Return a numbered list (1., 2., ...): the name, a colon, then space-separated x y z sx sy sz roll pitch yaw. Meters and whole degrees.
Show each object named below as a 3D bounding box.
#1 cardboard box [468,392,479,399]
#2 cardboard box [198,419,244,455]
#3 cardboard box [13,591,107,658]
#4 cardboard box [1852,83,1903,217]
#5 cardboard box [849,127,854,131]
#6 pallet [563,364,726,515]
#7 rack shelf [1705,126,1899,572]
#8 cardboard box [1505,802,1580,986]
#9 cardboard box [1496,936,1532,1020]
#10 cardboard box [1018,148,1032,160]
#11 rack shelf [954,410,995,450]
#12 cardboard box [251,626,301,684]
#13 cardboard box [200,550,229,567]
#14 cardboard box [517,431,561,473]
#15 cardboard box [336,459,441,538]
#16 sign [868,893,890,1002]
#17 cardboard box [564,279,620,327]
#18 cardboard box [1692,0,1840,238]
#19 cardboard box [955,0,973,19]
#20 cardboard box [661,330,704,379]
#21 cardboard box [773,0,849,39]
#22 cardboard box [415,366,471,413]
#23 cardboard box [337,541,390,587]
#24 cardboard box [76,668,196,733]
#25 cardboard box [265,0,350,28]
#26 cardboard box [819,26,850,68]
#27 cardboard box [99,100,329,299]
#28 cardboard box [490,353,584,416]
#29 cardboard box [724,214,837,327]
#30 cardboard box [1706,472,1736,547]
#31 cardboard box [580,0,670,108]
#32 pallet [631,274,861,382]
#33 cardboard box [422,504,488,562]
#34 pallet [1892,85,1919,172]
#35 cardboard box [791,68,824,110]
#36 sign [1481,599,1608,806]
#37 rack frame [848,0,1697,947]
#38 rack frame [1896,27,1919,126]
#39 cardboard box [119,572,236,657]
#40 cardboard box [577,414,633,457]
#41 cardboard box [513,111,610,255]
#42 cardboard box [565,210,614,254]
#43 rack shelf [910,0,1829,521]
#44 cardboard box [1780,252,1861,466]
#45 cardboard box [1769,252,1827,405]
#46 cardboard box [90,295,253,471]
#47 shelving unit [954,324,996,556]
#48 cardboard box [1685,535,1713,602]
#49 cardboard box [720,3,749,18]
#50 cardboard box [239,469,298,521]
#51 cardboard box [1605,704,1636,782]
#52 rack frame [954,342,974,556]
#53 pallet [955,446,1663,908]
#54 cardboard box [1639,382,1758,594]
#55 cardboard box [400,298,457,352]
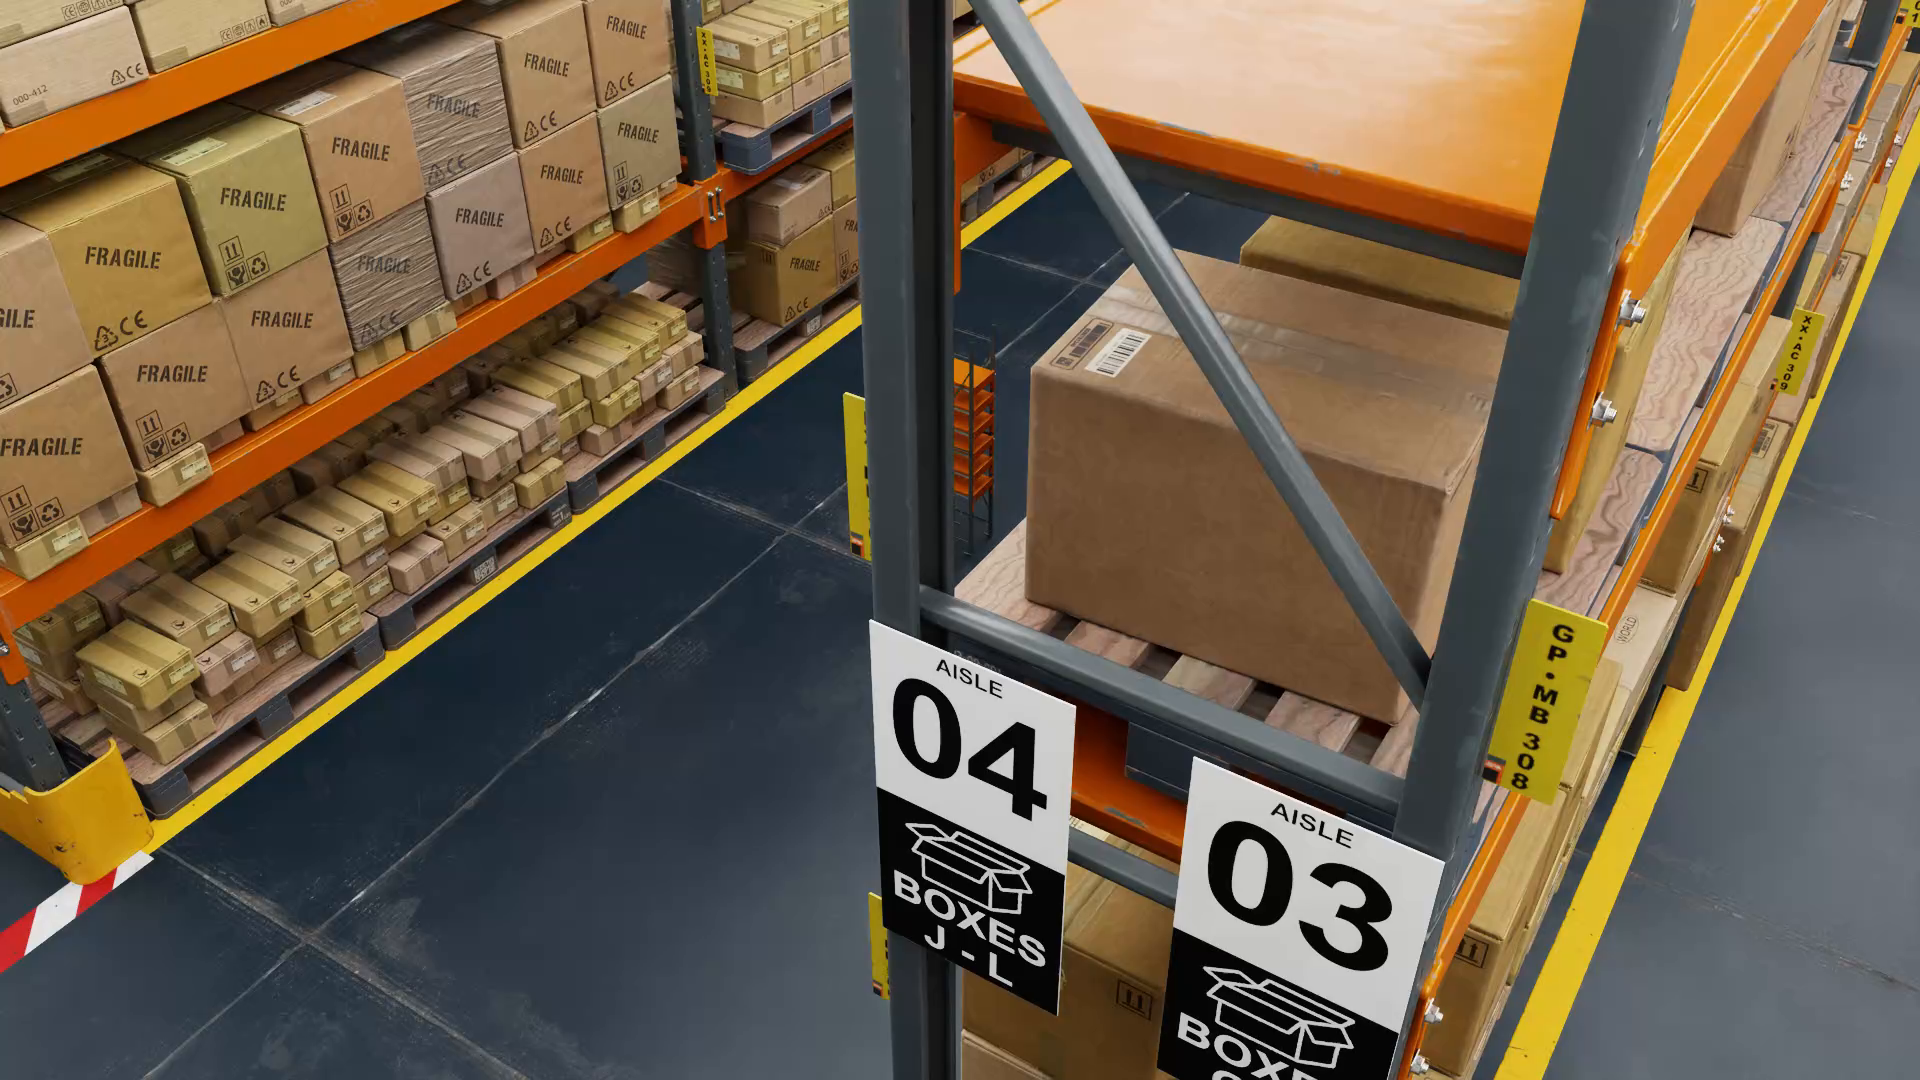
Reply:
1. cardboard box: -2.455 -0.773 8.483 0.380 0.149 0.250 19 42 23
2. cardboard box: -3.062 -0.478 6.559 0.380 0.149 0.250 23 43 27
3. cardboard box: -3.757 0.298 6.850 0.380 0.149 0.250 22 43 26
4. cardboard box: 4.266 -1.972 8.209 0.500 0.500 0.500 21 42 25
5. cardboard box: -0.504 -2.440 9.987 0.500 0.250 0.500 23 43 27
6. pallet: -2.013 -0.673 8.890 1.003 0.211 1.213 21 42 25
7. rack shelf: 3.522 -1.207 7.888 1.077 0.370 4.000 21 42 25
8. cardboard box: 1.338 0.856 4.502 0.500 0.250 0.500 20 42 24
9. cardboard box: 1.325 1.095 4.518 0.380 0.149 0.250 20 42 24
10. cardboard box: 0.328 -2.949 11.262 0.500 0.500 0.500 21 42 25
11. rack shelf: 0.008 -0.543 7.787 0.258 0.103 0.180 21 42 25
12. cardboard box: -3.077 0.432 7.163 0.380 0.149 0.250 22 43 26
13. cardboard box: -3.277 0.033 7.438 0.380 0.149 0.250 21 42 25
14. cardboard box: -2.184 -0.502 8.131 0.380 0.149 0.250 22 43 26
15. cardboard box: -2.571 -0.190 7.483 0.380 0.149 0.250 22 43 26
16. sign: -0.143 0.864 3.469 0.100 0.325 0.005 21 42 25
17. cardboard box: -2.043 -1.299 8.921 0.380 0.149 0.250 23 43 27
18. cardboard box: 1.790 -1.196 4.319 0.700 0.500 0.500 23 43 27
19. cardboard box: -0.108 -3.200 9.746 0.380 0.149 0.250 23 43 26
20. cardboard box: -1.584 -1.024 8.809 0.380 0.149 0.250 22 43 26
21. cardboard box: -0.800 -2.768 8.697 0.380 0.149 0.250 22 43 25
22. cardboard box: -2.660 -0.783 8.252 0.380 0.149 0.250 22 43 26
23. cardboard box: -2.787 0.043 7.424 0.380 0.149 0.250 19 42 23
24. cardboard box: -3.329 0.585 6.721 0.380 0.149 0.250 23 43 27
25. cardboard box: -2.534 -2.152 6.190 0.500 0.250 0.500 21 42 25
26. cardboard box: -0.809 -2.640 8.776 0.380 0.149 0.250 22 43 26
27. cardboard box: -2.799 -1.295 6.267 0.500 0.500 0.500 20 42 24
28. cardboard box: -2.090 -0.756 8.217 0.380 0.149 0.250 23 43 27
29. cardboard box: -1.064 -1.606 9.519 0.500 0.500 0.500 23 43 27
30. cardboard box: 2.435 -0.206 5.879 0.500 0.250 0.500 20 42 24
31. cardboard box: -1.707 -2.358 7.647 0.500 0.500 0.500 20 42 24
32. pallet: -1.268 -1.433 9.875 1.003 0.211 1.213 21 42 25
33. cardboard box: -2.458 -0.078 7.825 0.380 0.149 0.250 21 42 25
34. pallet: 6.321 -3.079 12.011 1.003 0.211 1.213 21 42 25
35. cardboard box: -0.940 -2.400 8.707 0.380 0.149 0.250 22 43 26
36. sign: 0.773 0.220 2.209 0.100 0.325 0.005 21 42 25
37. rack frame: 0.307 -0.775 1.824 1.000 3.000 0.127 21 42 25
38. rack frame: 4.593 -2.523 9.006 1.000 3.000 0.127 21 42 25
39. cardboard box: -3.213 0.313 6.830 0.380 0.149 0.250 22 43 26
40. cardboard box: -1.903 -0.595 8.496 0.380 0.149 0.250 20 42 24
41. cardboard box: -1.983 -1.684 7.591 0.500 0.500 0.500 20 42 24
42. cardboard box: -1.879 -1.526 7.917 0.380 0.149 0.250 23 43 27
43. rack shelf: 1.379 -1.363 3.503 1.077 0.370 4.000 21 42 25
44. cardboard box: 3.722 -1.042 8.481 1.225 0.875 0.875 21 42 25
45. cardboard box: 3.177 -0.915 6.838 0.500 0.500 0.500 21 42 25
46. cardboard box: -3.087 -0.656 6.258 0.500 0.500 0.500 21 42 25
47. shelving unit: 0.008 -0.483 7.833 0.258 1.200 0.189 21 42 25
48. cardboard box: 2.426 0.036 5.892 0.380 0.149 0.250 22 43 26
49. cardboard box: -1.362 -2.853 9.052 0.380 0.149 0.250 23 43 27
50. cardboard box: -3.253 -0.257 7.570 0.380 0.149 0.250 23 43 27
51. cardboard box: 1.875 0.565 5.205 0.380 0.149 0.250 20 42 24
52. rack frame: -0.041 -0.435 7.772 0.240 1.200 0.006 21 42 25
53. pallet: 0.696 0.062 3.268 1.003 0.211 1.213 21 42 25
54. cardboard box: 2.158 -0.235 5.302 0.500 0.500 0.500 22 43 26
55. cardboard box: -2.416 -0.983 7.213 0.380 0.149 0.250 22 43 26
